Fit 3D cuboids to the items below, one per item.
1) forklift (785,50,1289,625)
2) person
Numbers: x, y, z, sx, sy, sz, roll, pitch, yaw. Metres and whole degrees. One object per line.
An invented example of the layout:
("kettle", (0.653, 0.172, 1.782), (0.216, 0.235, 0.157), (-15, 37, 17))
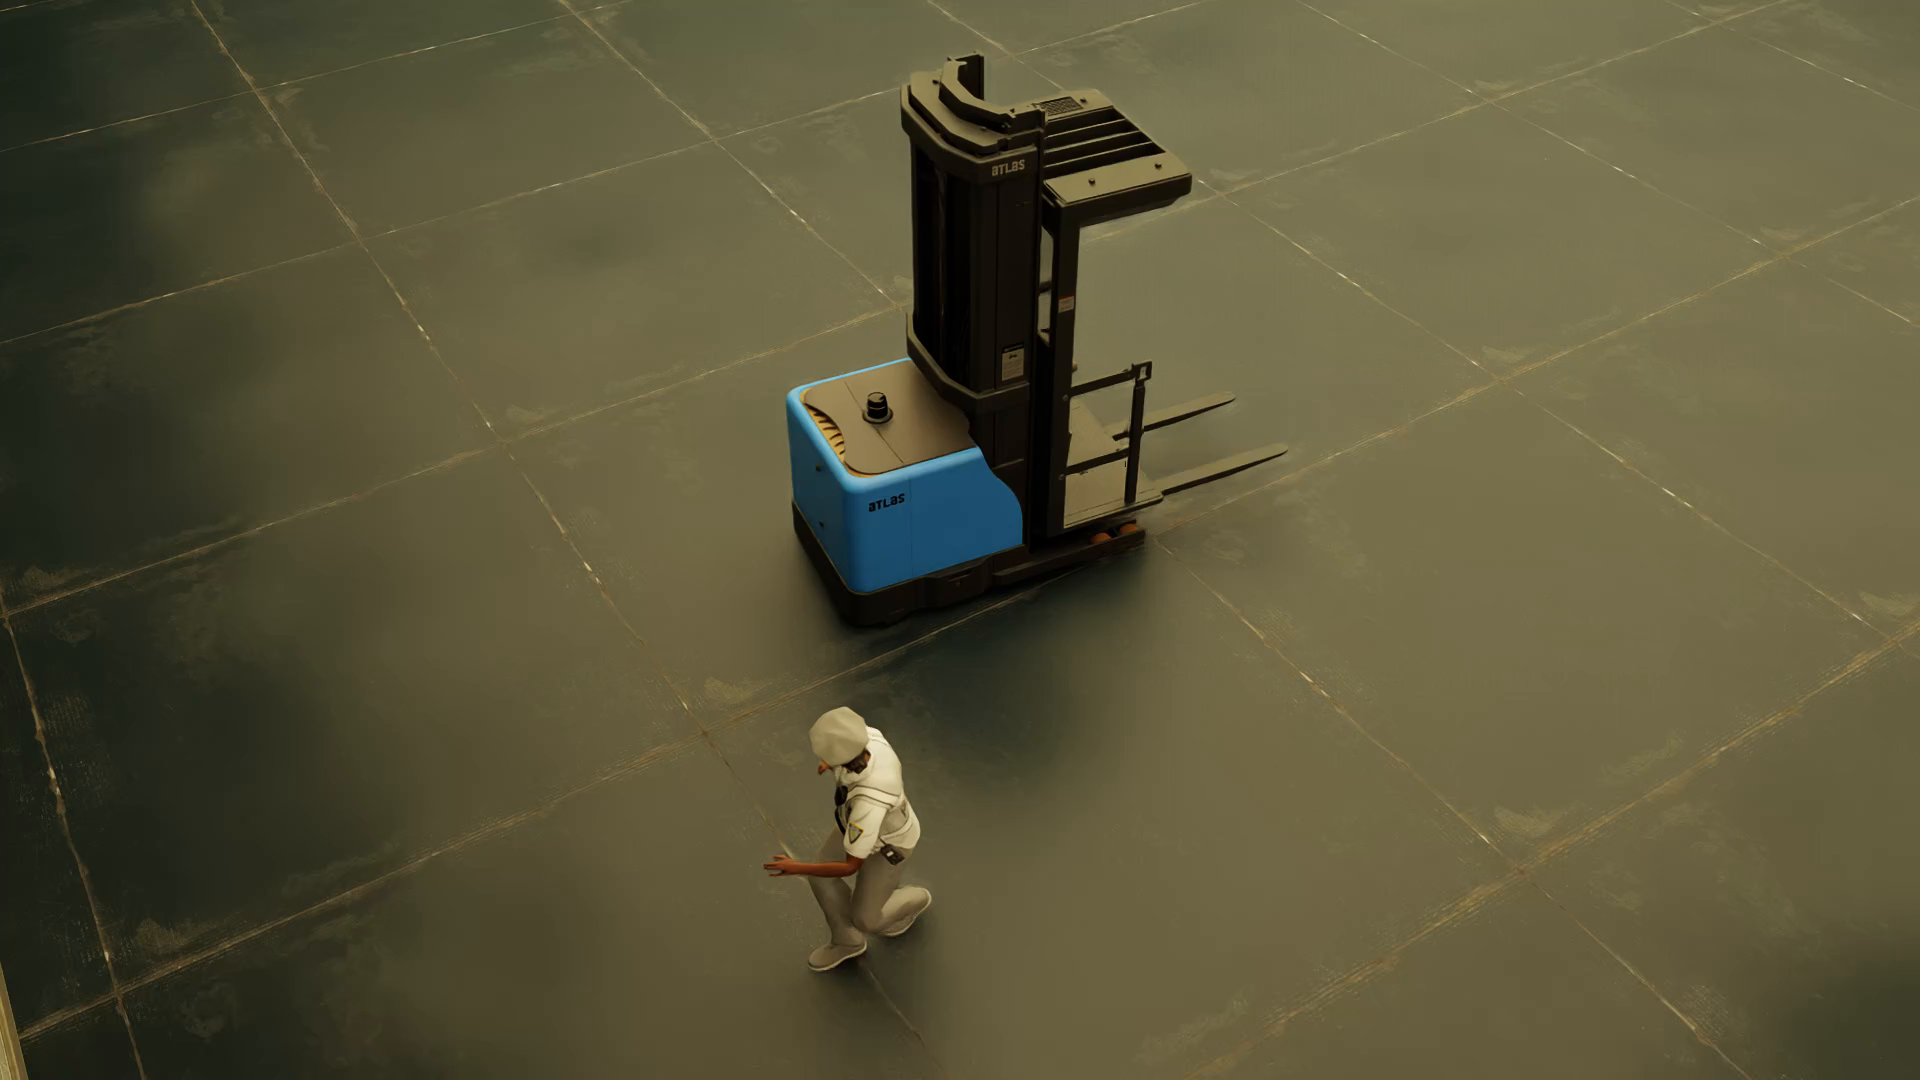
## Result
("forklift", (0.550, -1.278, 9.334), (3.031, 2.935, 1.130), (-17, 44, -19))
("person", (-0.537, 1.297, 7.447), (0.815, 1.549, 0.799), (-16, 44, -17))
